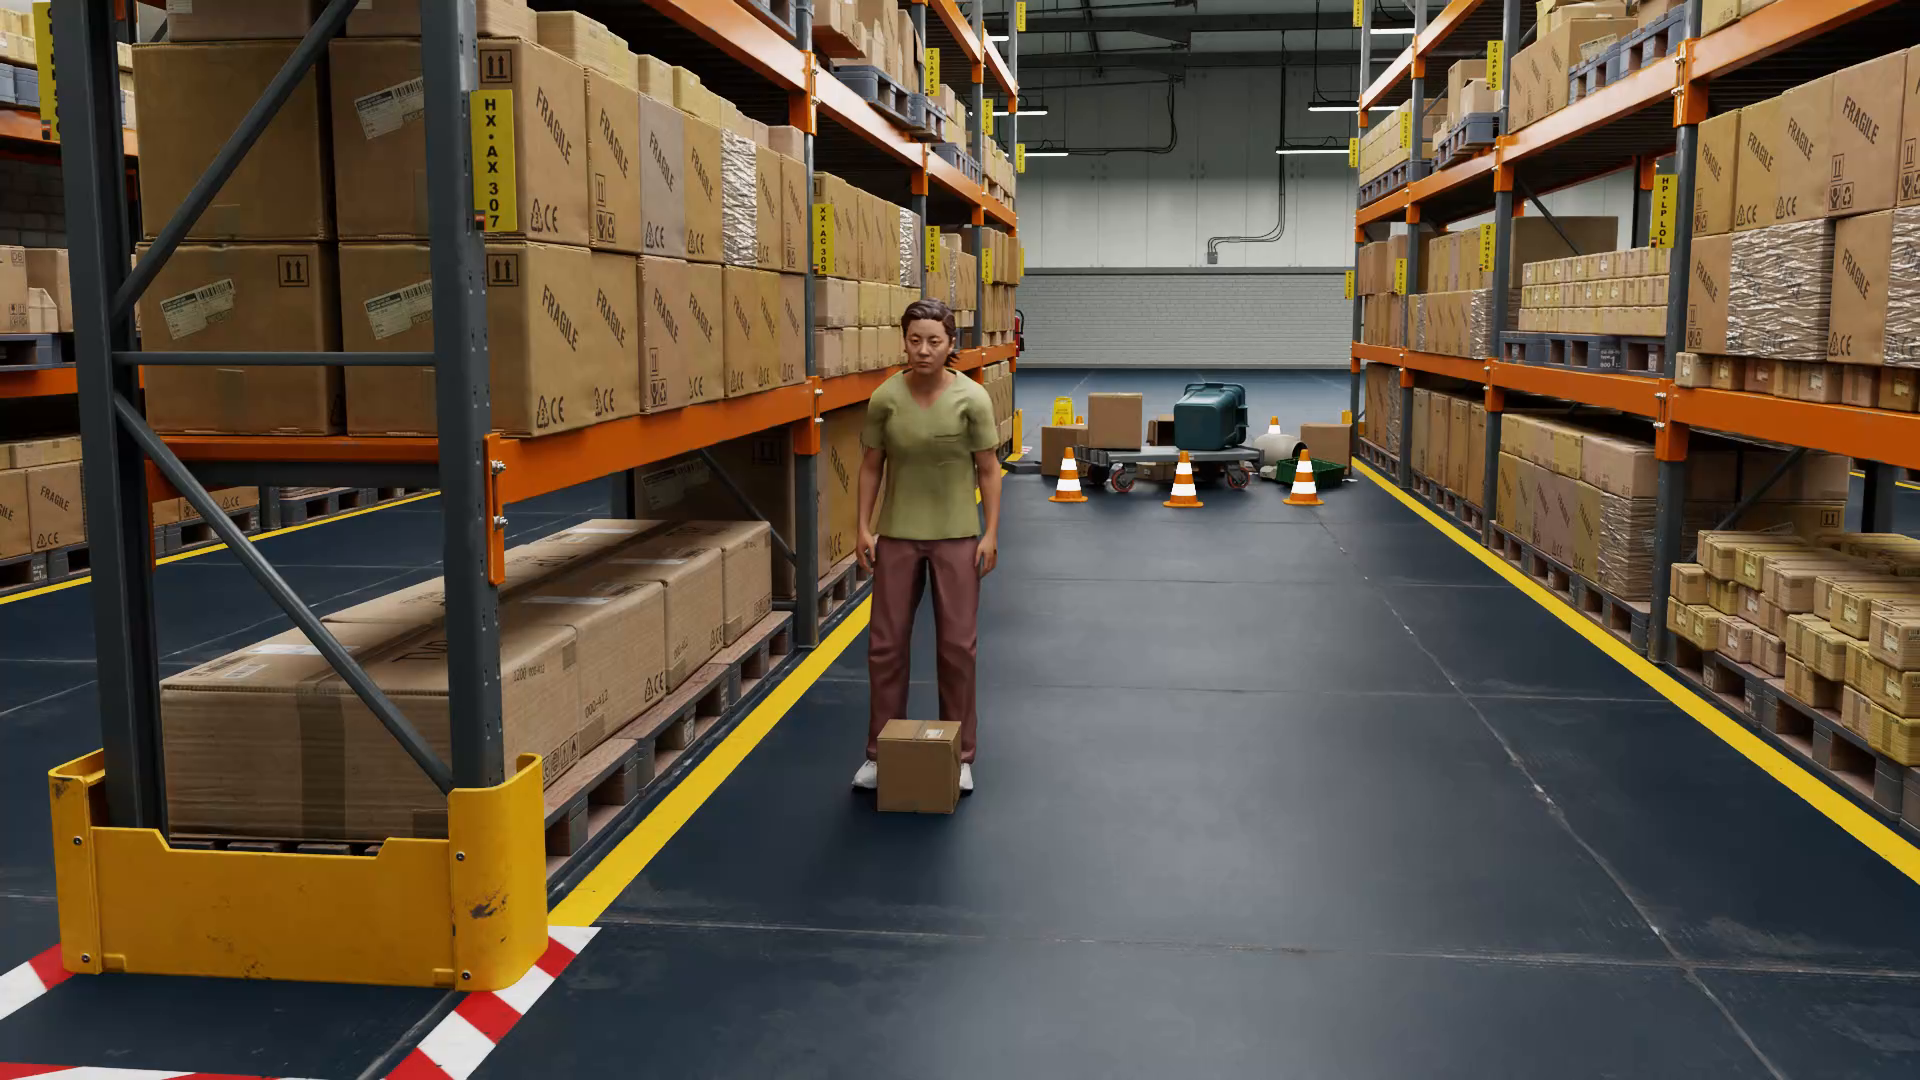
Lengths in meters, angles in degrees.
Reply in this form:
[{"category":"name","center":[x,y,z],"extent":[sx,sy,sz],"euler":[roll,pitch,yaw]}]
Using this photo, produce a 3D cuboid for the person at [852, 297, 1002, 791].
[{"category":"person","center":[-0.112,0.015,5.691],"extent":[0.499,1.673,0.358],"euler":[1,8,8]}]
